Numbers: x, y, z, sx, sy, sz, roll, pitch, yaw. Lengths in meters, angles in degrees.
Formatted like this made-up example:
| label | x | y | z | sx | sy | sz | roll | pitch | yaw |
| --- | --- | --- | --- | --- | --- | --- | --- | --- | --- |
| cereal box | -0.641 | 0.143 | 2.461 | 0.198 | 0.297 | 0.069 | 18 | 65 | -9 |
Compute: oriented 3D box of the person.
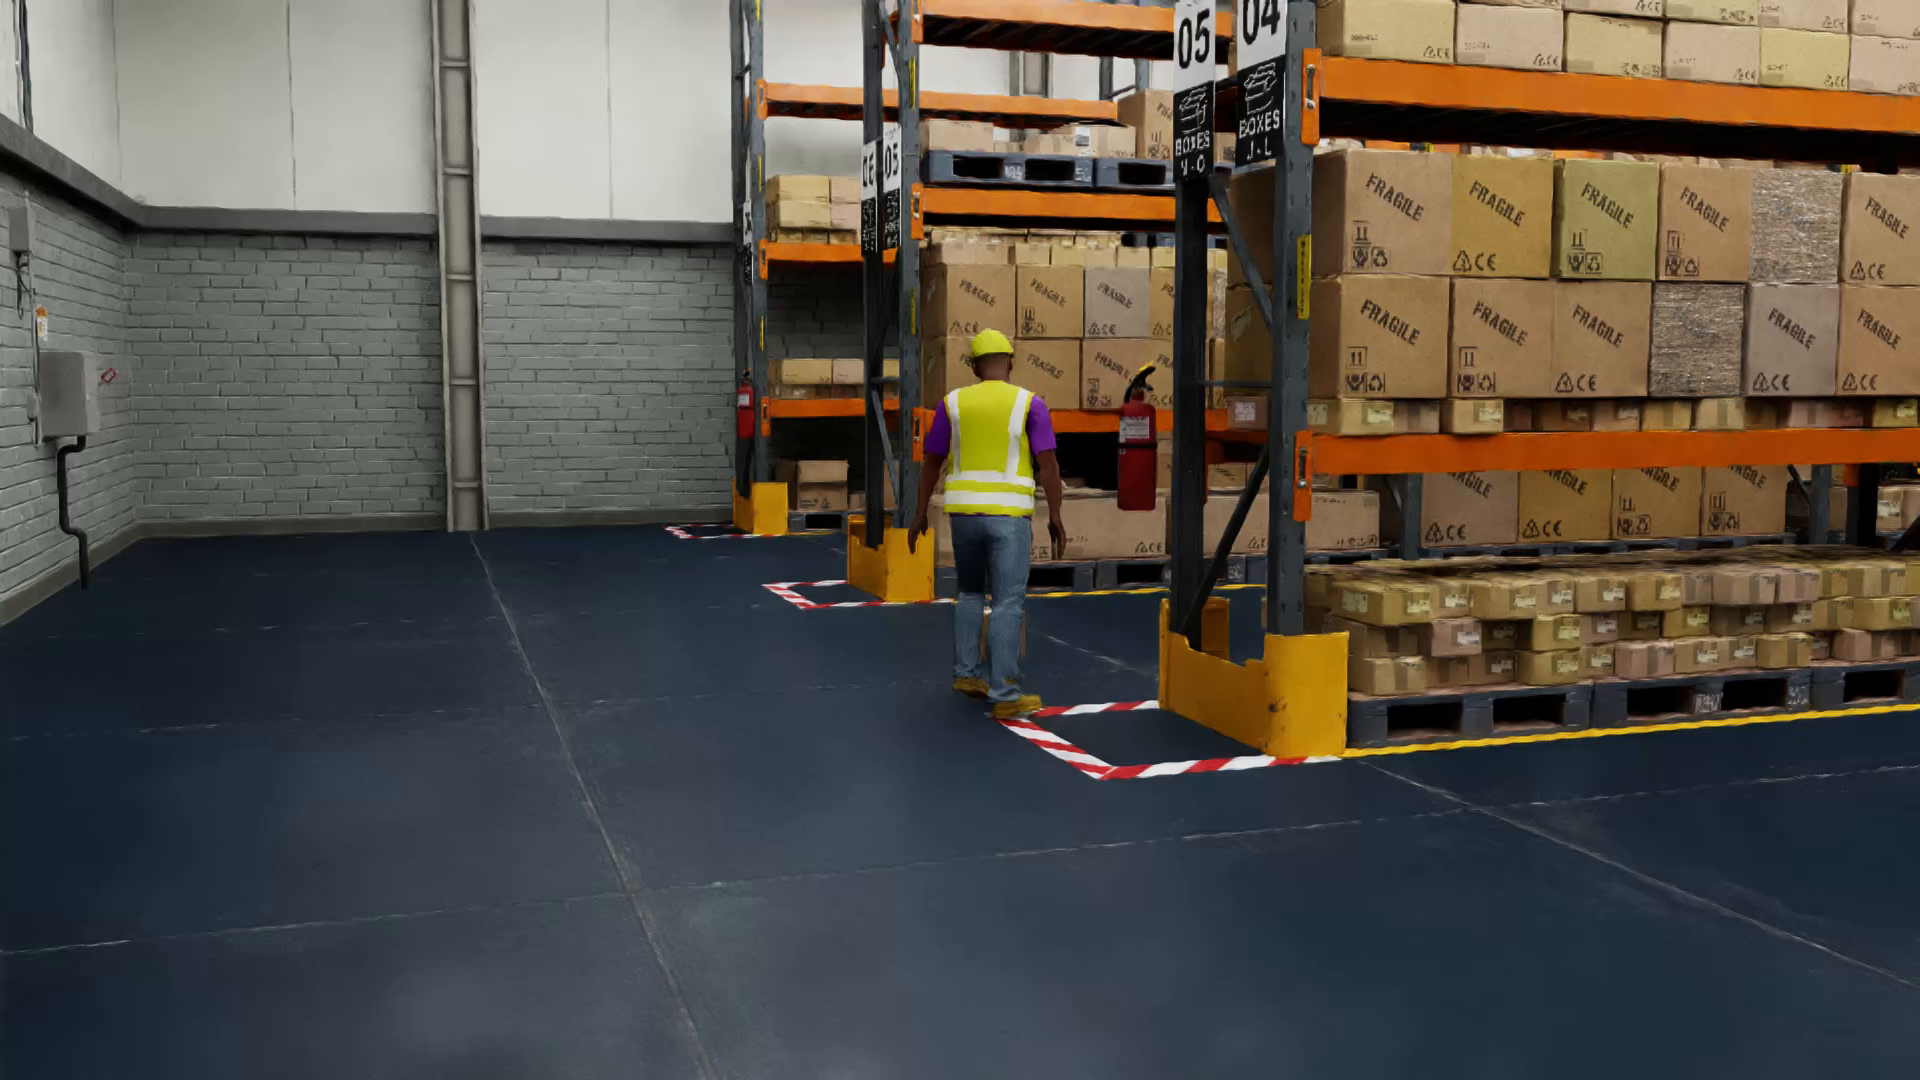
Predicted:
| label | x | y | z | sx | sy | sz | roll | pitch | yaw |
| --- | --- | --- | --- | --- | --- | --- | --- | --- | --- |
| person | 0.124 | -0.099 | 7.651 | 0.754 | 1.744 | 0.571 | 2 | 6 | 19 |
